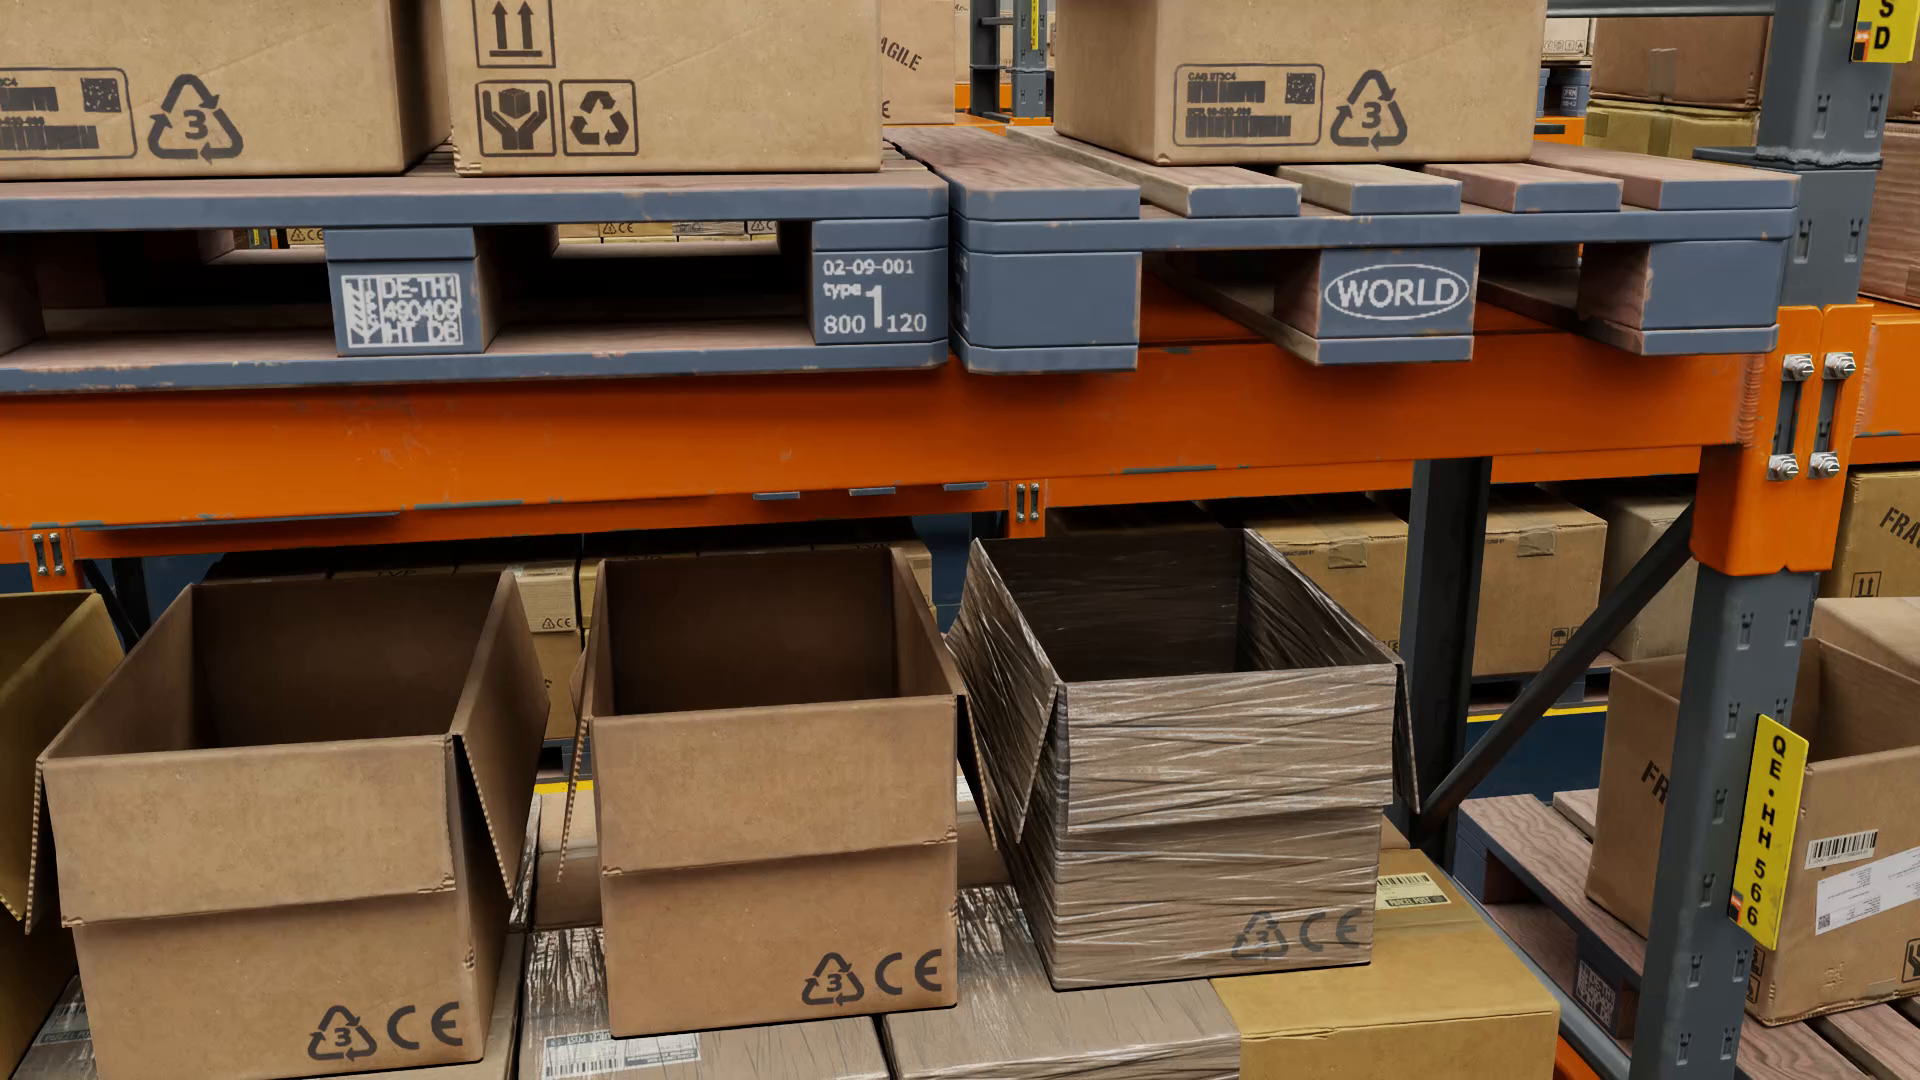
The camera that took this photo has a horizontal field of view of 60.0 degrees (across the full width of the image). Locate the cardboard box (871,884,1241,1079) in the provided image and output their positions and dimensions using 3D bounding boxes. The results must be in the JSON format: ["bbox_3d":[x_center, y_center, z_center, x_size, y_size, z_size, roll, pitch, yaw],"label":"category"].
[{"bbox_3d":[0.114,0.889,2.640,0.500,0.500,0.500,-3,17,-11],"label":"cardboard box"}]

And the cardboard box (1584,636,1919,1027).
[{"bbox_3d":[1.565,0.521,3.121,0.500,0.500,0.500,-5,18,-17],"label":"cardboard box"}]

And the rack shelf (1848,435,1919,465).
[{"bbox_3d":[6.092,-0.614,8.929,4.000,0.370,1.077,-3,17,-10],"label":"rack shelf"}]

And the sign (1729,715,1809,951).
[{"bbox_3d":[1.151,0.418,2.371,0.005,0.325,0.100,-3,17,-10],"label":"sign"}]

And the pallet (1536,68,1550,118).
[{"bbox_3d":[1.920,-2.082,7.694,1.213,0.211,1.003,-2,17,-8],"label":"pallet"}]

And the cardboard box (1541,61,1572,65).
[{"bbox_3d":[4.450,-3.587,12.701,0.250,0.149,0.380,-4,17,-12],"label":"cardboard box"}]

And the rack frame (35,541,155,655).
[{"bbox_3d":[-3.727,-0.401,7.010,0.127,3.000,1.000,-3,17,-10],"label":"rack frame"}]

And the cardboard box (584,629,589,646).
[{"bbox_3d":[-1.422,0.544,7.474,0.500,0.500,0.500,-4,18,-13],"label":"cardboard box"}]

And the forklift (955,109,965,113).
[{"bbox_3d":[-0.584,-2.858,15.125,3.031,2.935,1.130,-9,19,-28],"label":"forklift"}]

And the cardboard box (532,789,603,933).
[{"bbox_3d":[-0.495,0.771,3.022,0.500,0.500,0.500,-4,17,-11],"label":"cardboard box"}]

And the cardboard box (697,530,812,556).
[{"bbox_3d":[-0.915,0.157,7.458,0.500,0.250,0.500,-3,17,-10],"label":"cardboard box"}]

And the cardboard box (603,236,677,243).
[{"bbox_3d":[-2.266,-2.049,11.776,0.500,0.250,0.500,-4,17,-12],"label":"cardboard box"}]

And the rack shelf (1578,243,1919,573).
[{"bbox_3d":[3.006,-0.390,3.089,4.000,0.370,1.077,-3,17,-10],"label":"rack shelf"}]

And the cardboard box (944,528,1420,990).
[{"bbox_3d":[0.322,0.320,2.782,0.637,0.503,0.797,-3,17,-9],"label":"cardboard box"}]

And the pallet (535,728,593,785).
[{"bbox_3d":[-1.762,0.819,7.786,1.213,0.211,1.003,-3,17,-10],"label":"pallet"}]

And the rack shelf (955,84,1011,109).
[{"bbox_3d":[1.126,-3.247,12.391,4.000,0.370,1.077,-3,17,-10],"label":"rack shelf"}]

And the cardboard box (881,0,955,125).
[{"bbox_3d":[-0.312,-2.001,6.938,0.500,0.500,0.500,-3,17,-10],"label":"cardboard box"}]

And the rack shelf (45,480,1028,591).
[{"bbox_3d":[-1.763,-0.169,7.478,4.000,0.370,1.077,-3,17,-10],"label":"rack shelf"}]

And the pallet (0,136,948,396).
[{"bbox_3d":[-0.677,-0.418,2.277,1.213,0.211,1.003,-2,17,-8],"label":"pallet"}]

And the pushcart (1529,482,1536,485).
[{"bbox_3d":[3.572,-0.360,11.342,0.936,0.377,1.648,-10,20,-29],"label":"pushcart"}]

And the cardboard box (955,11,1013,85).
[{"bbox_3d":[0.095,-3.577,12.070,0.500,0.500,0.700,-3,17,-10],"label":"cardboard box"}]

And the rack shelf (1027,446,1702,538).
[{"bbox_3d":[2.165,-0.392,8.203,4.000,0.370,1.077,-3,17,-10],"label":"rack shelf"}]

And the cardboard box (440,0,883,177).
[{"bbox_3d":[-0.373,-0.743,2.127,0.500,0.500,0.500,-2,17,-7],"label":"cardboard box"}]

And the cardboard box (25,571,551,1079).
[{"bbox_3d":[-0.976,0.395,2.539,0.637,0.503,0.797,-3,17,-9],"label":"cardboard box"}]

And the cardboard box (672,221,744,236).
[{"bbox_3d":[-1.798,-2.436,11.761,0.500,0.500,0.500,-3,17,-9],"label":"cardboard box"}]

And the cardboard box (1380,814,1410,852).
[{"bbox_3d":[0.514,0.712,3.214,0.500,0.500,0.500,-3,17,-9],"label":"cardboard box"}]

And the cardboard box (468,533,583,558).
[{"bbox_3d":[-2.020,0.062,7.767,0.500,0.250,0.500,-4,18,-13],"label":"cardboard box"}]

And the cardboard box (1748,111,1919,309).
[{"bbox_3d":[1.552,-0.504,2.489,0.500,0.250,0.500,-3,17,-9],"label":"cardboard box"}]

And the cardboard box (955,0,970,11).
[{"bbox_3d":[-0.026,-5.233,16.576,0.500,0.500,0.500,-3,17,-9],"label":"cardboard box"}]

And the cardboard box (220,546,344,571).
[{"bbox_3d":[-3.043,0.120,7.577,0.500,0.250,0.500,-4,17,-12],"label":"cardboard box"}]

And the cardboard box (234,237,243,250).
[{"bbox_3d":[-5.172,-1.771,11.299,0.500,0.500,0.500,-3,17,-10],"label":"cardboard box"}]

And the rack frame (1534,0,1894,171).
[{"bbox_3d":[1.043,-2.056,2.181,0.127,3.000,1.000,-3,17,-10],"label":"rack frame"}]

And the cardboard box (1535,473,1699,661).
[{"bbox_3d":[3.536,0.088,8.532,0.750,0.750,1.050,-3,17,-11],"label":"cardboard box"}]

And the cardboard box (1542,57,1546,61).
[{"bbox_3d":[4.079,-3.750,12.551,0.500,0.250,0.500,-3,17,-11],"label":"cardboard box"}]

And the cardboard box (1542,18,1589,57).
[{"bbox_3d":[2.449,-2.326,7.432,0.500,0.311,0.500,-4,17,-12],"label":"cardboard box"}]

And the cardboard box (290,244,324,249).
[{"bbox_3d":[-4.279,-1.933,11.401,0.500,0.250,0.500,-4,17,-12],"label":"cardboard box"}]

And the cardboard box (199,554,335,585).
[{"bbox_3d":[-2.951,0.269,7.091,0.500,0.250,0.500,-4,18,-13],"label":"cardboard box"}]

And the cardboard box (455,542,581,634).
[{"bbox_3d":[-1.927,0.212,7.278,0.500,0.250,0.500,-3,17,-8],"label":"cardboard box"}]

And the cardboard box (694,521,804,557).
[{"bbox_3d":[-1.020,0.008,7.940,0.500,0.250,0.500,-3,17,-11],"label":"cardboard box"}]

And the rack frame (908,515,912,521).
[{"bbox_3d":[-0.353,-0.697,10.526,0.023,1.500,0.400,-3,17,-10],"label":"rack frame"}]

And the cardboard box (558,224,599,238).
[{"bbox_3d":[-2.785,-2.384,11.592,0.500,0.500,0.500,-4,17,-11],"label":"cardboard box"}]

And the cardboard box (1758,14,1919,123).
[{"bbox_3d":[1.553,-0.861,2.377,0.500,0.500,0.500,-3,17,-10],"label":"cardboard box"}]

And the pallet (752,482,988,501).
[{"bbox_3d":[-0.479,-0.462,7.534,1.003,0.211,1.213,-3,17,-10],"label":"pallet"}]

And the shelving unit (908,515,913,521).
[{"bbox_3d":[0.007,-0.717,10.593,0.755,1.500,0.431,-3,17,-10],"label":"shelving unit"}]

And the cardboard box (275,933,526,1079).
[{"bbox_3d":[-0.895,0.946,2.451,0.500,0.500,0.500,-3,17,-9],"label":"cardboard box"}]

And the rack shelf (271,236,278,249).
[{"bbox_3d":[-7.674,-2.798,16.038,4.000,0.370,1.077,-3,17,-10],"label":"rack shelf"}]

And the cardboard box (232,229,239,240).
[{"bbox_3d":[-5.176,-2.243,11.131,0.500,0.500,0.500,-3,17,-11],"label":"cardboard box"}]

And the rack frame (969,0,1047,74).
[{"bbox_3d":[0.201,-3.492,6.854,0.127,3.000,1.000,-3,17,-10],"label":"rack frame"}]

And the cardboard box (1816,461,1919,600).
[{"bbox_3d":[4.759,-0.047,8.759,0.875,0.875,0.875,-3,17,-10],"label":"cardboard box"}]

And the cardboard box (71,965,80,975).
[{"bbox_3d":[-1.479,0.825,2.847,0.500,0.500,0.500,-3,17,-11],"label":"cardboard box"}]

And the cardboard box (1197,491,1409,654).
[{"bbox_3d":[1.674,0.193,8.191,0.750,0.750,1.050,-3,17,-10],"label":"cardboard box"}]

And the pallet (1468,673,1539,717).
[{"bbox_3d":[2.185,0.620,8.435,1.213,0.211,1.003,-3,17,-10],"label":"pallet"}]

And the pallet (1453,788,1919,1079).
[{"bbox_3d":[1.722,0.833,3.319,1.003,0.211,1.213,-3,17,-10],"label":"pallet"}]

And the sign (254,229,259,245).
[{"bbox_3d":[-4.658,-2.114,10.978,0.005,0.325,0.100,-3,17,-10],"label":"sign"}]

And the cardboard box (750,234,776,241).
[{"bbox_3d":[-1.265,-2.113,11.985,0.500,0.250,0.500,-3,17,-11],"label":"cardboard box"}]
